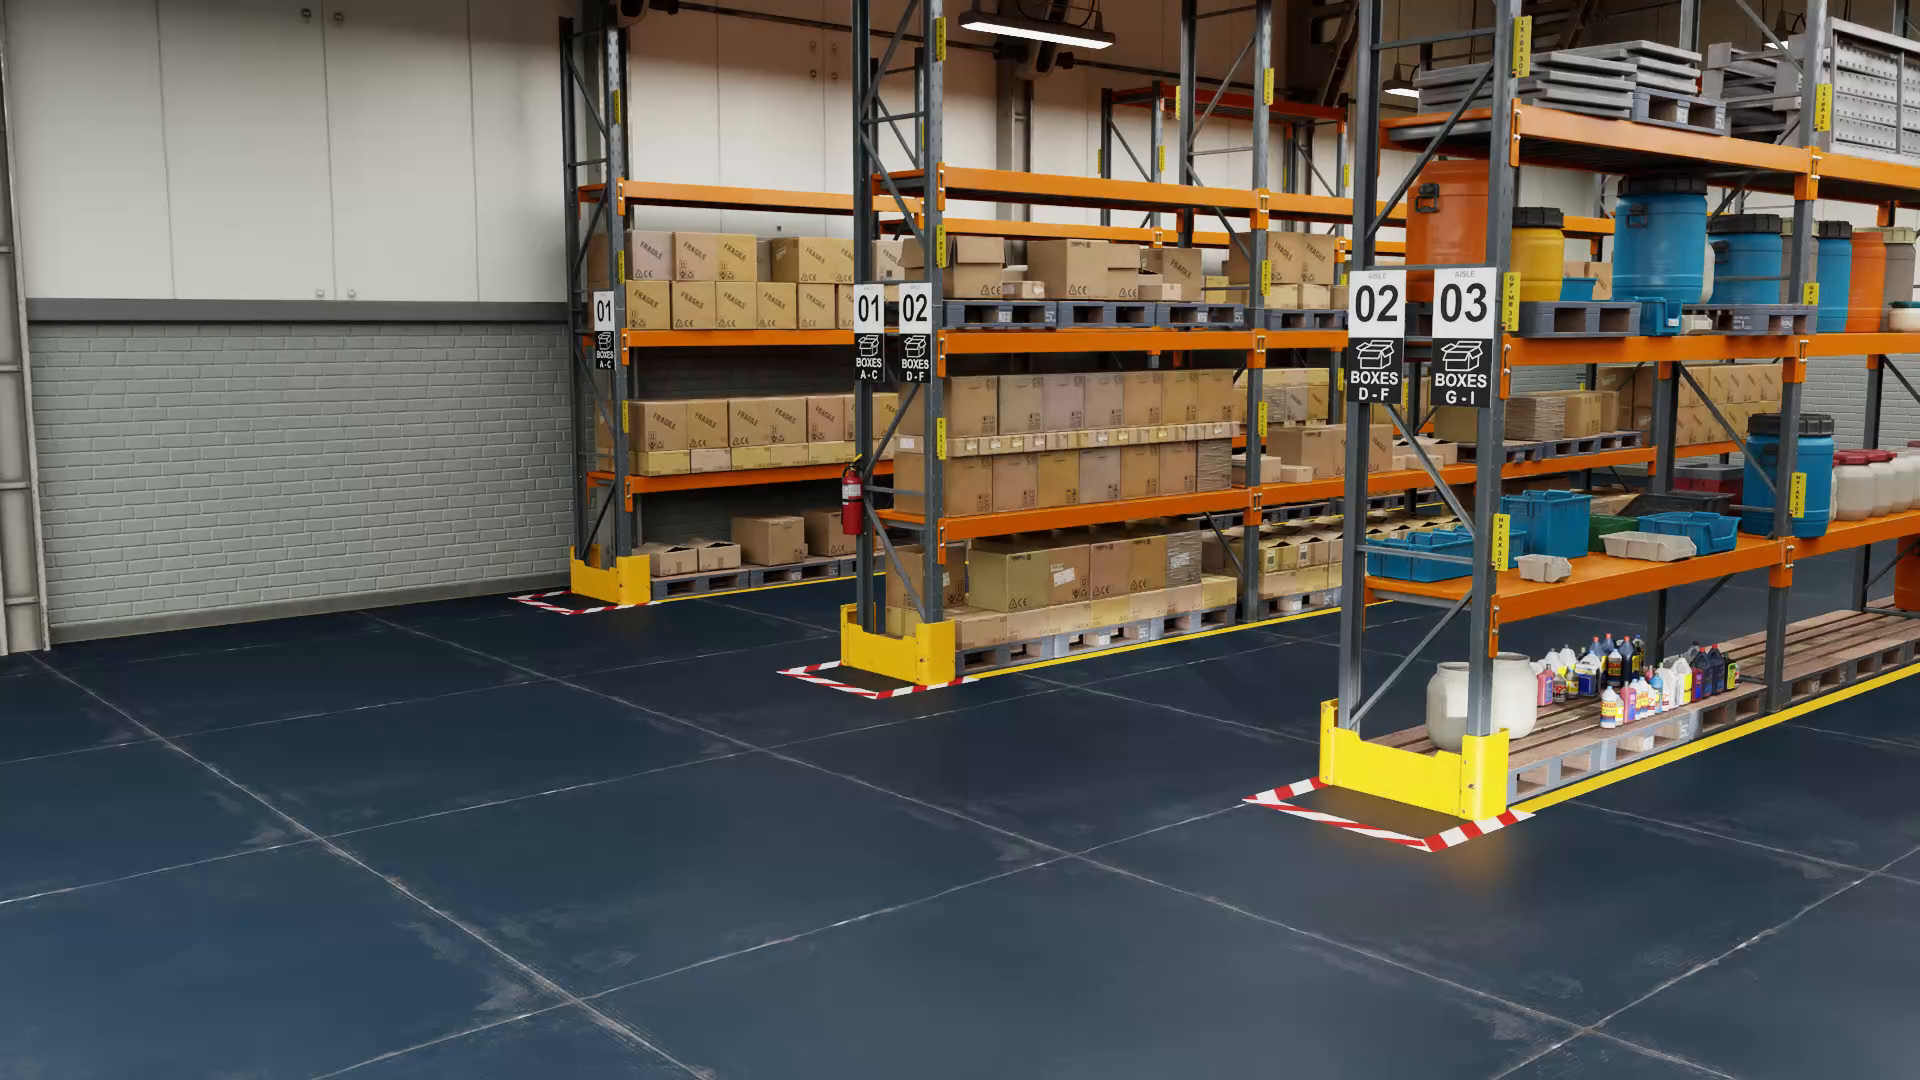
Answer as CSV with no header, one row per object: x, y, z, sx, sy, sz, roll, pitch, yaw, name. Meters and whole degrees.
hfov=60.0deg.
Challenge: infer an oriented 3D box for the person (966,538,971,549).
0.442,0.240,16.688,0.866,0.966,0.476,-7,10,-43,person
